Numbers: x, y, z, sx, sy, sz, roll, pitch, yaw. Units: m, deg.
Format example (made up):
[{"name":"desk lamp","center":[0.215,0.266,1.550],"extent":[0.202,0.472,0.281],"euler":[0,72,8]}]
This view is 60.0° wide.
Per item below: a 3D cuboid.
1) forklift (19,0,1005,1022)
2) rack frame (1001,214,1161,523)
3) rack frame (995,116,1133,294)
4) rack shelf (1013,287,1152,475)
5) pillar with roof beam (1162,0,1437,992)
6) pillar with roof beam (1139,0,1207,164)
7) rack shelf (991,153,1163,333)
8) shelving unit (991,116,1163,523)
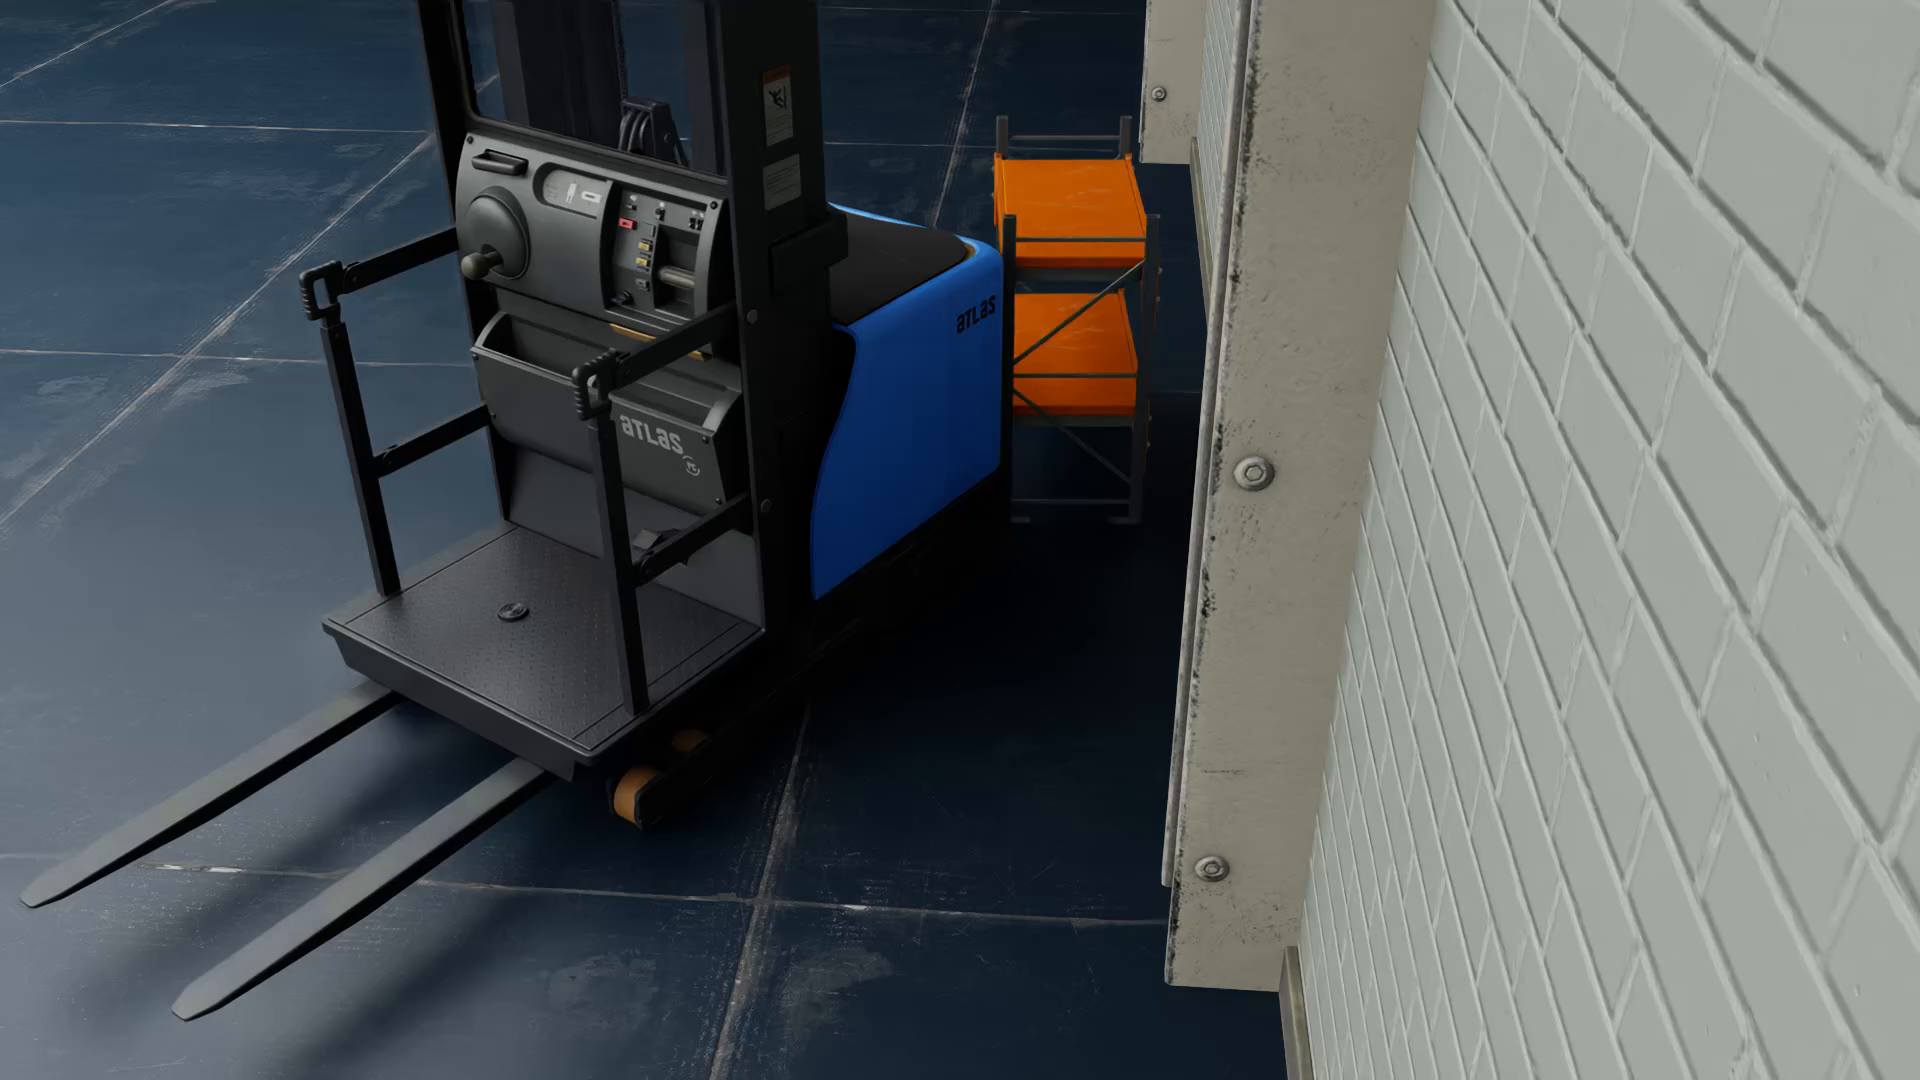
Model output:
[{"name":"forklift","center":[-1.100,-0.762,4.193],"extent":[1.130,2.935,3.031],"euler":[20,37,29]},{"name":"rack frame","center":[0.386,-0.548,5.567],"extent":[0.500,1.125,0.032],"euler":[0,32,0]},{"name":"rack frame","center":[0.386,-1.081,6.432],"extent":[0.500,1.125,0.032],"euler":[0,32,0]},{"name":"rack shelf","center":[0.386,-0.606,6.128],"extent":[0.538,0.278,1.000],"euler":[0,32,0]},{"name":"pillar with roof beam","center":[-3.626,-3.040,2.106],"extent":[9.100,9.000,0.400],"euler":[2,32,4]},{"name":"pillar with roof beam","center":[-3.137,-6.177,7.197],"extent":[9.100,9.000,0.400],"euler":[2,32,4]},{"name":"rack shelf","center":[0.386,-1.064,5.846],"extent":[0.538,0.278,1.000],"euler":[0,32,0]},{"name":"shelving unit","center":[0.386,-0.814,5.999],"extent":[0.538,1.125,1.048],"euler":[0,32,0]}]
